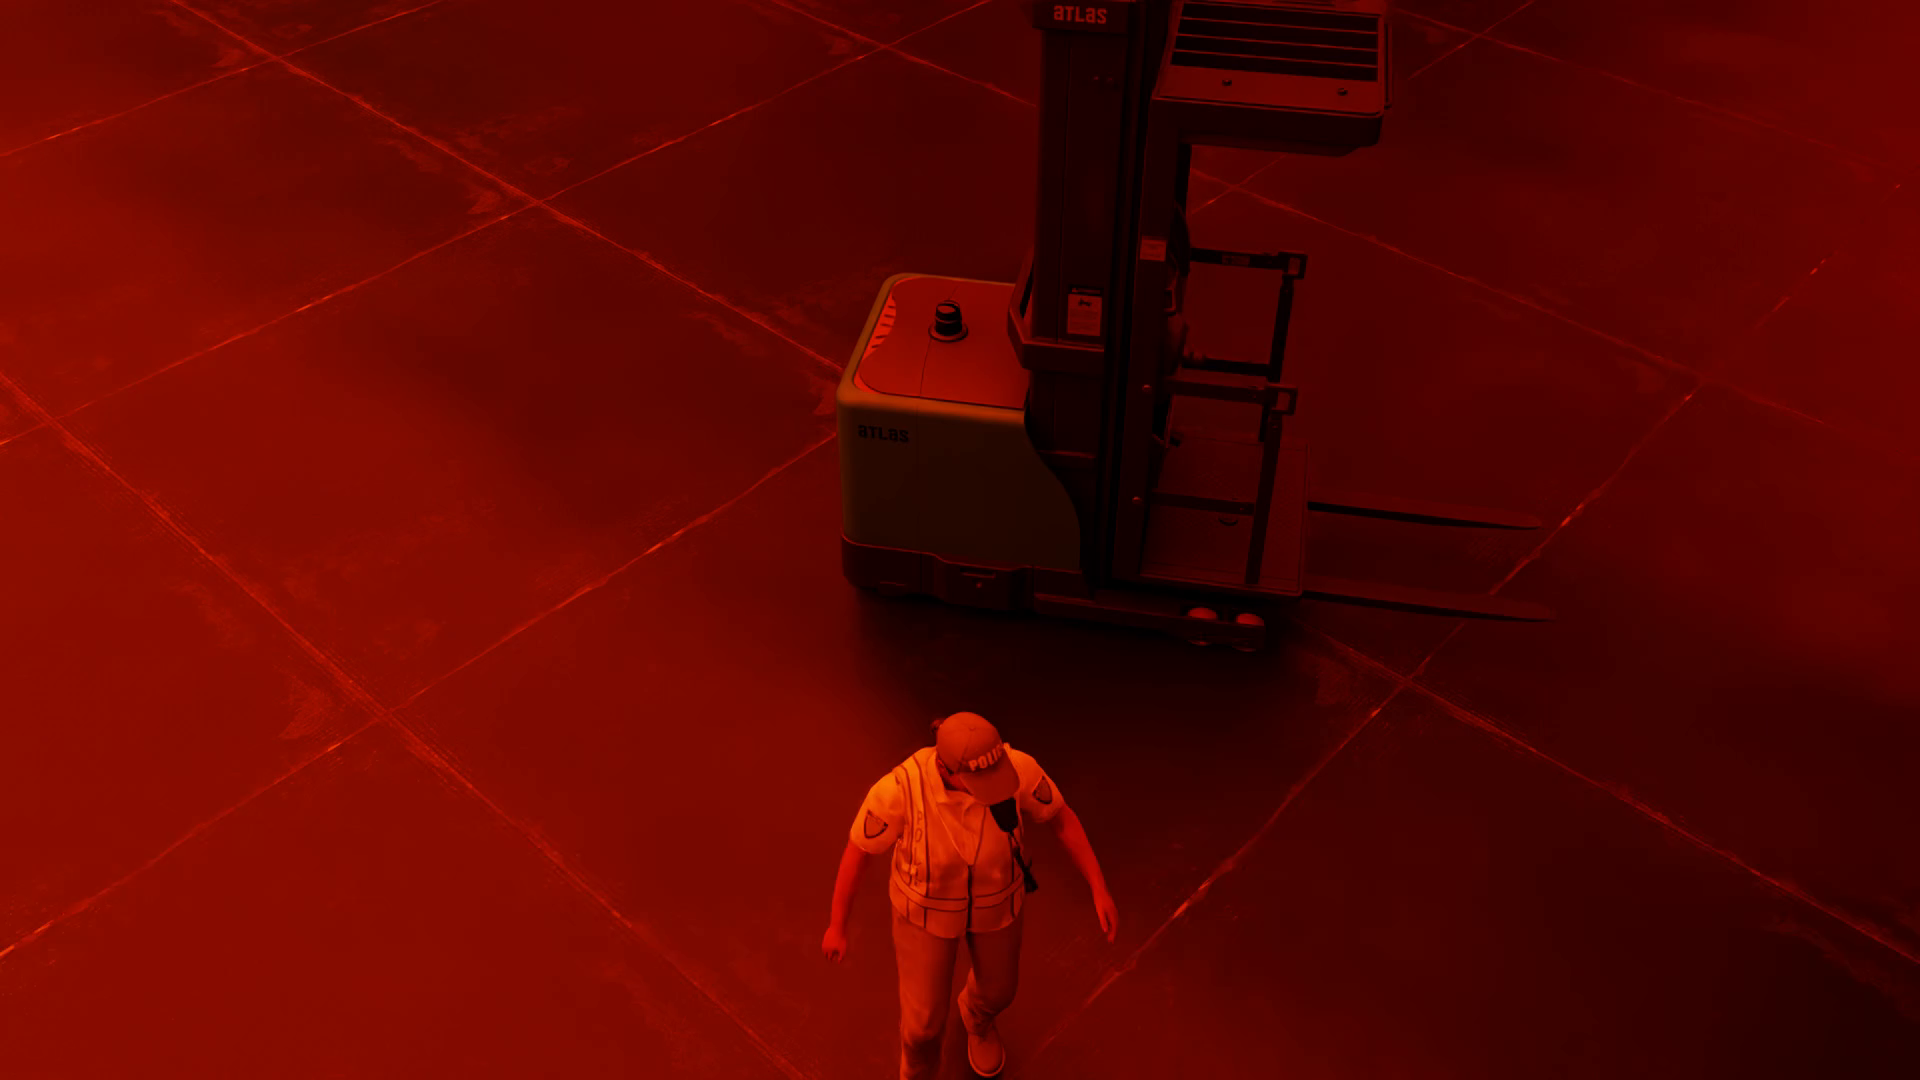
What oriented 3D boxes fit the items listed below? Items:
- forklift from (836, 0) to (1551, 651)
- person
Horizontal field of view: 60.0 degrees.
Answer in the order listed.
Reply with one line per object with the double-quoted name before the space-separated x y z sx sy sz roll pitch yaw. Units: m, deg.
"forklift" 1.047 -1.014 6.610 3.031 2.935 1.130 7 41 8
"person" 0.009 1.170 5.105 0.880 1.693 0.517 -7 41 -8
